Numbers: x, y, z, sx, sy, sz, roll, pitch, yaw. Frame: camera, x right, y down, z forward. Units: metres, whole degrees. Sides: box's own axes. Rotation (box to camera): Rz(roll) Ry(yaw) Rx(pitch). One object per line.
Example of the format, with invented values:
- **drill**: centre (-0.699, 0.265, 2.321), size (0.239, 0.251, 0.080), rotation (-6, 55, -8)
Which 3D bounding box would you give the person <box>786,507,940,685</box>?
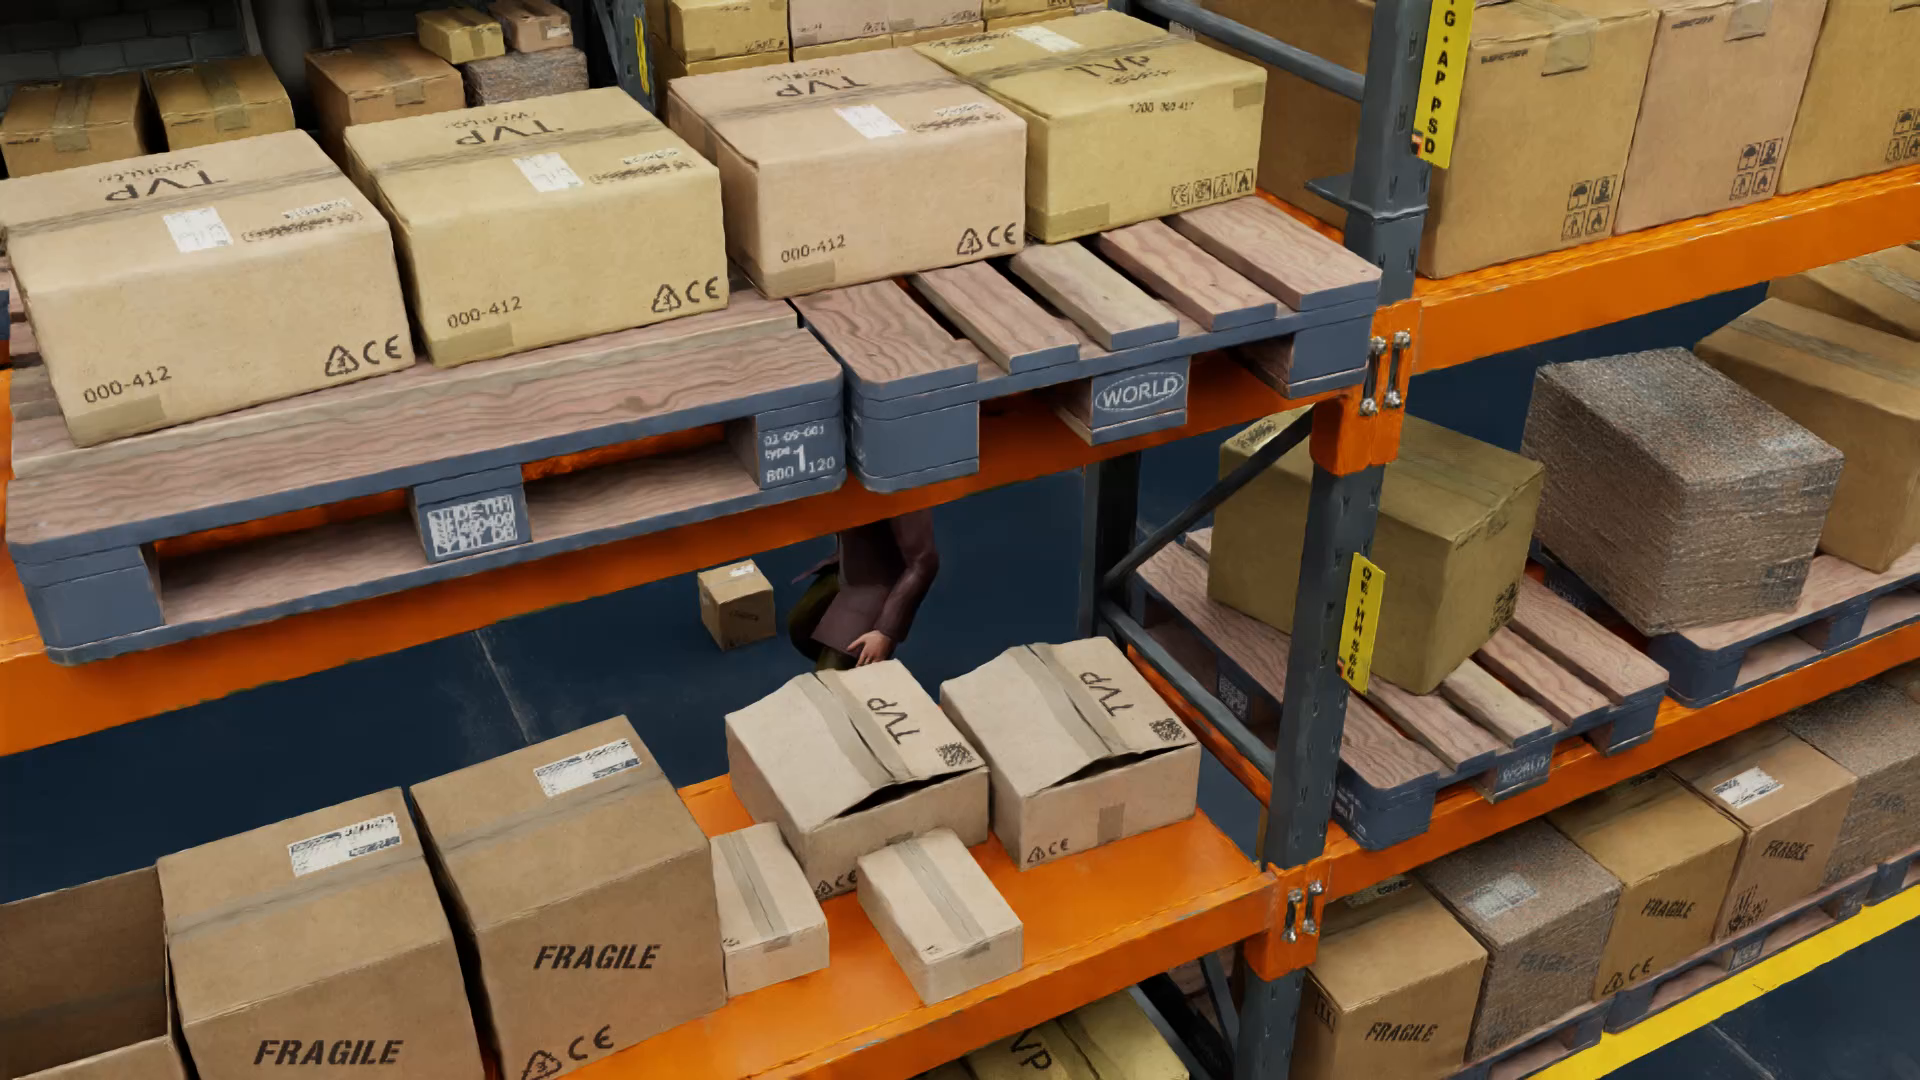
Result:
- **person**: centre (-0.414, 0.151, 6.054), size (0.568, 1.631, 0.917), rotation (-8, 33, -12)
